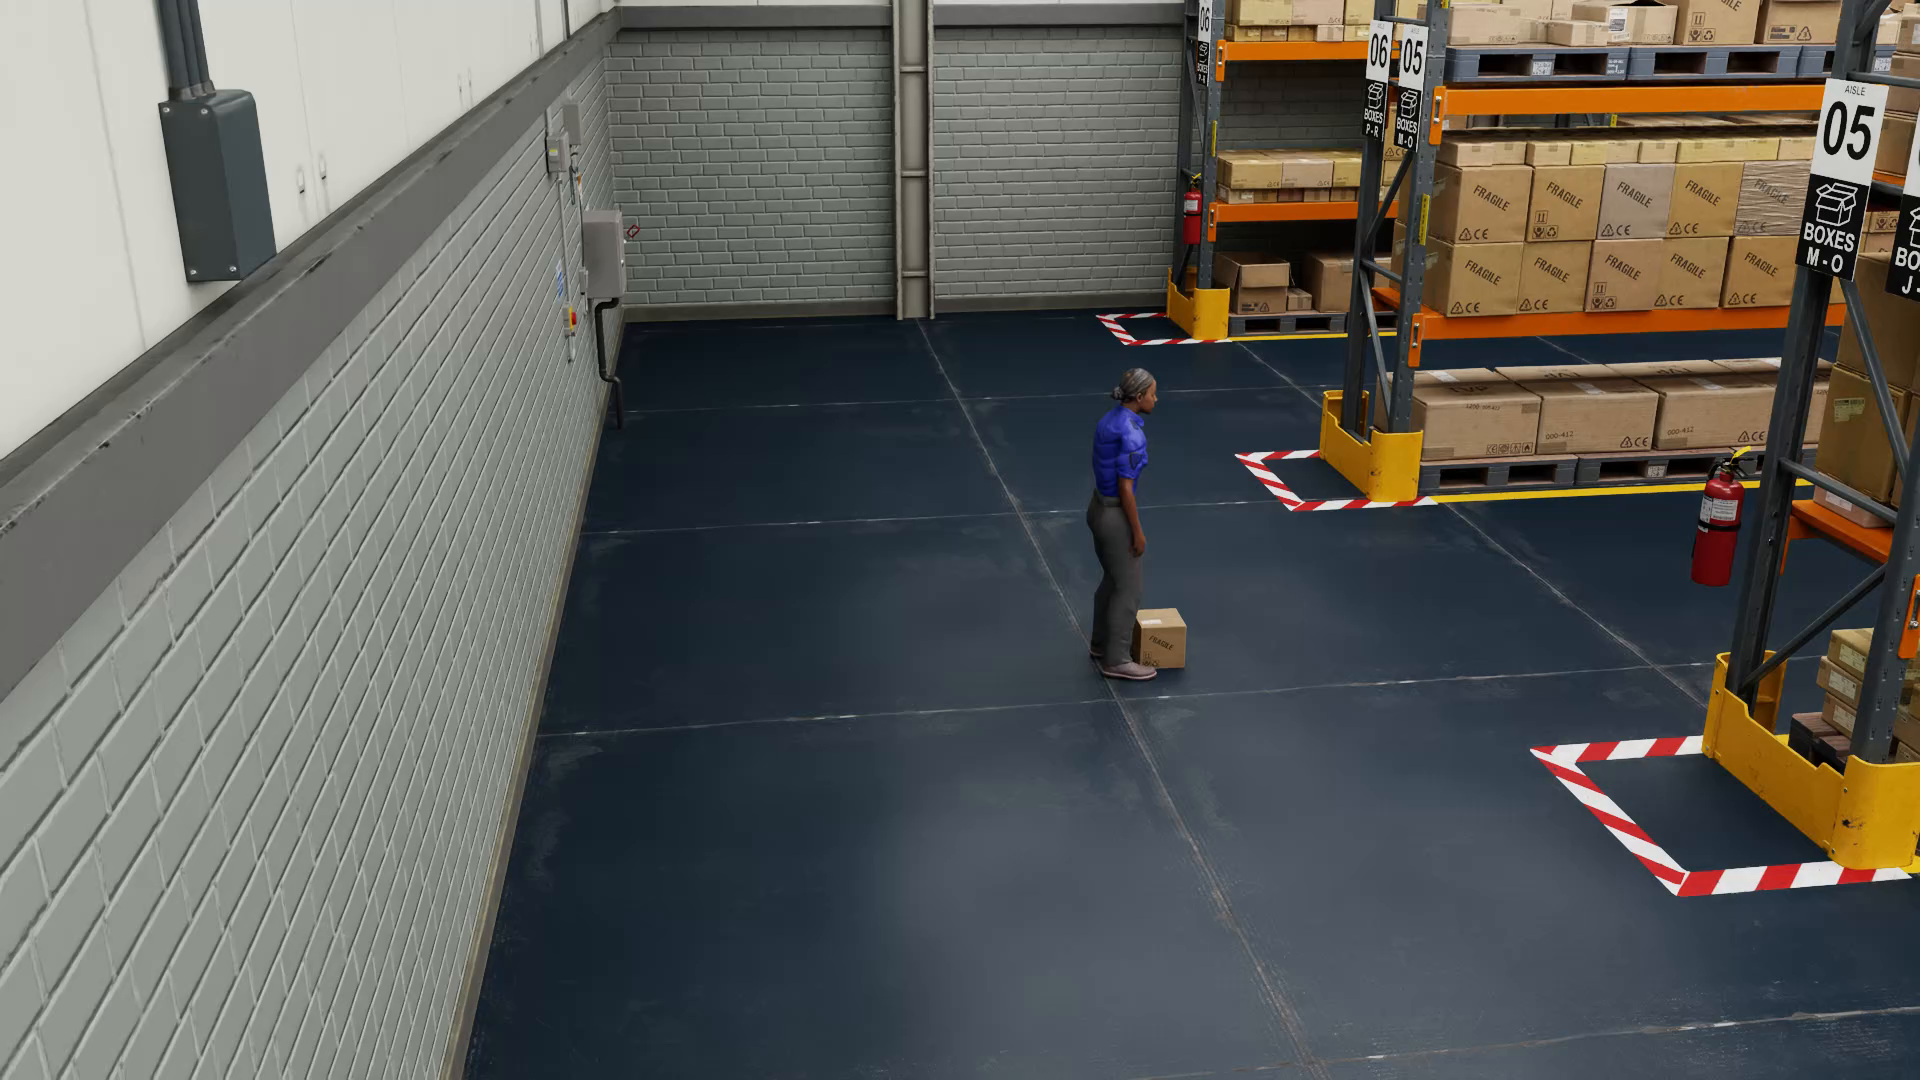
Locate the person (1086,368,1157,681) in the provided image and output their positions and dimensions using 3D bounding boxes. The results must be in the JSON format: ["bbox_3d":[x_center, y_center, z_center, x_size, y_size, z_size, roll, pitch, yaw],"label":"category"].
[{"bbox_3d":[0.863,-0.101,8.858,0.351,1.655,0.522,-3,20,-9],"label":"person"}]
